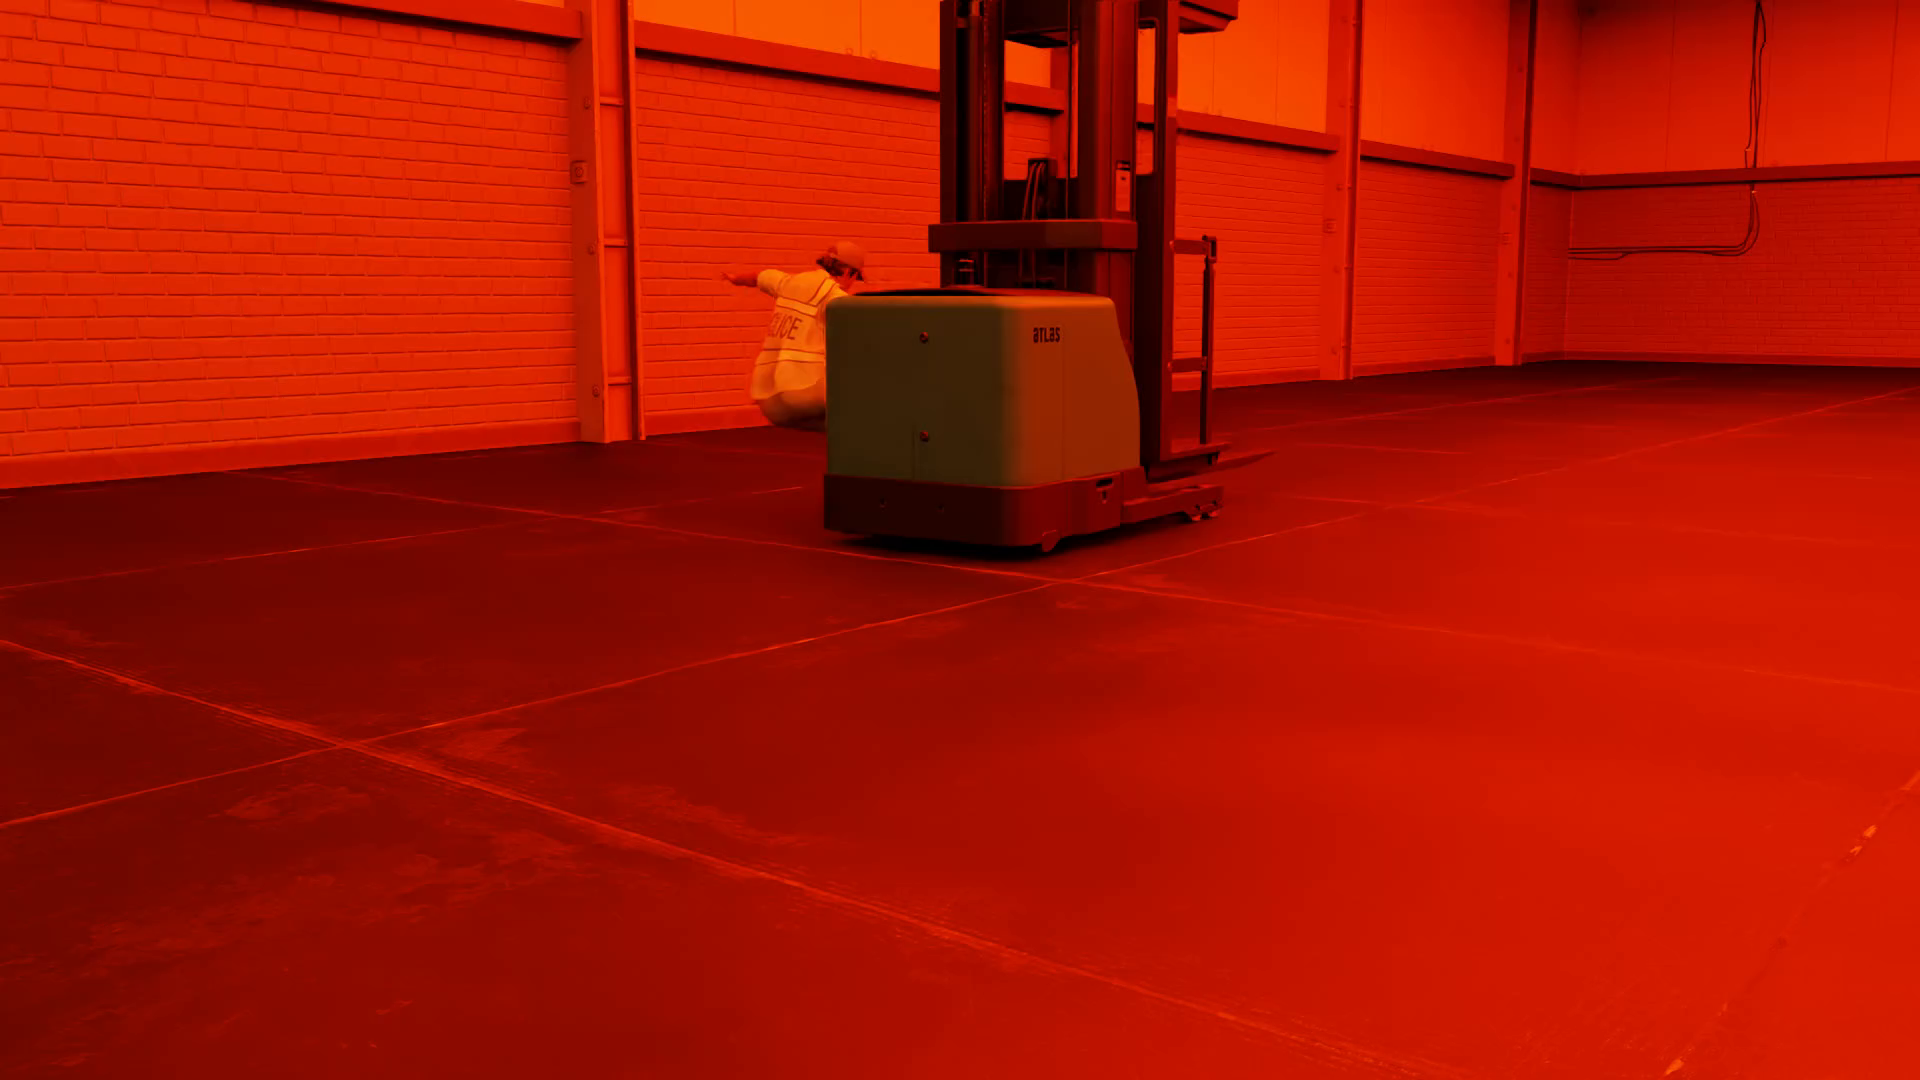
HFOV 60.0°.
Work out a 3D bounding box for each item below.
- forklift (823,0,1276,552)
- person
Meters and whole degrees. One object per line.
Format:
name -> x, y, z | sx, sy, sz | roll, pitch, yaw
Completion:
forklift -> 0.640, -1.570, 8.011 | 1.130, 2.935, 3.031 | 6, 10, 33
person -> -0.690, -0.799, 8.050 | 0.729, 1.282, 1.420 | -6, 10, -35
